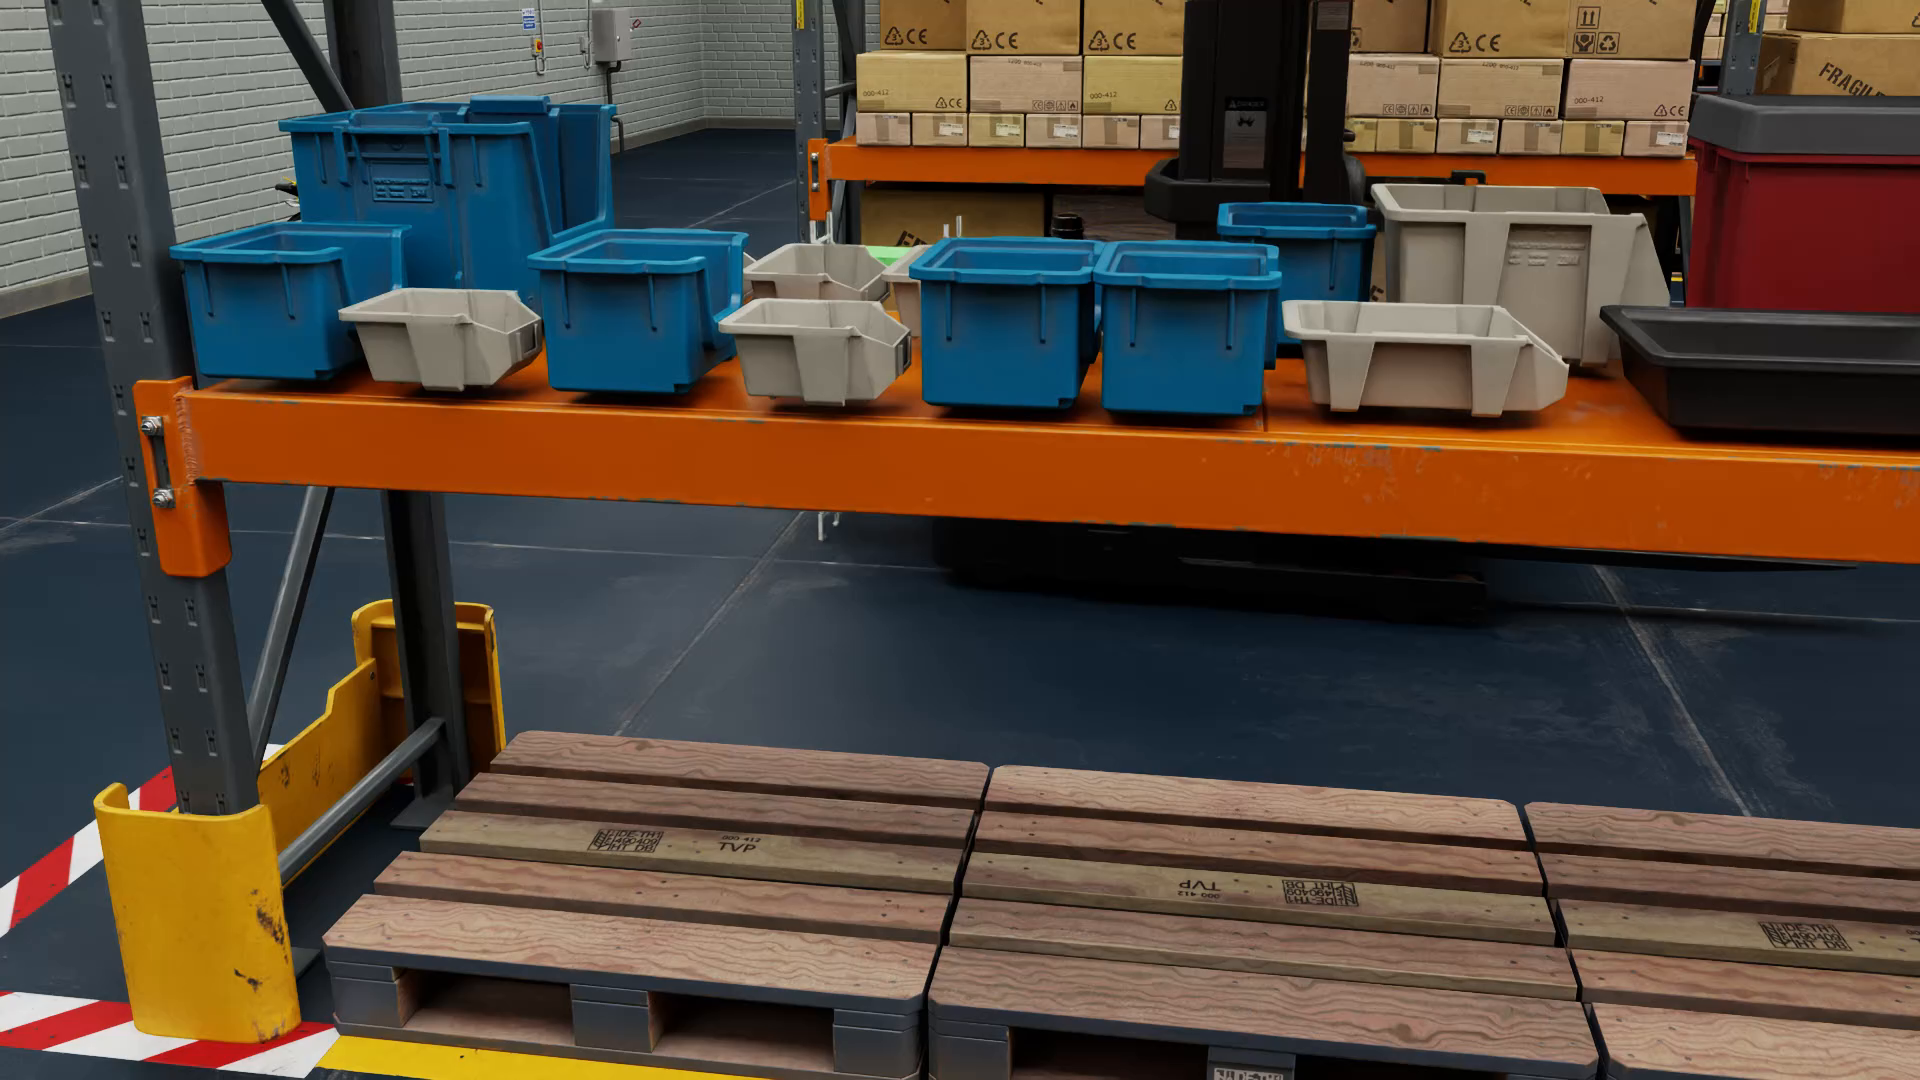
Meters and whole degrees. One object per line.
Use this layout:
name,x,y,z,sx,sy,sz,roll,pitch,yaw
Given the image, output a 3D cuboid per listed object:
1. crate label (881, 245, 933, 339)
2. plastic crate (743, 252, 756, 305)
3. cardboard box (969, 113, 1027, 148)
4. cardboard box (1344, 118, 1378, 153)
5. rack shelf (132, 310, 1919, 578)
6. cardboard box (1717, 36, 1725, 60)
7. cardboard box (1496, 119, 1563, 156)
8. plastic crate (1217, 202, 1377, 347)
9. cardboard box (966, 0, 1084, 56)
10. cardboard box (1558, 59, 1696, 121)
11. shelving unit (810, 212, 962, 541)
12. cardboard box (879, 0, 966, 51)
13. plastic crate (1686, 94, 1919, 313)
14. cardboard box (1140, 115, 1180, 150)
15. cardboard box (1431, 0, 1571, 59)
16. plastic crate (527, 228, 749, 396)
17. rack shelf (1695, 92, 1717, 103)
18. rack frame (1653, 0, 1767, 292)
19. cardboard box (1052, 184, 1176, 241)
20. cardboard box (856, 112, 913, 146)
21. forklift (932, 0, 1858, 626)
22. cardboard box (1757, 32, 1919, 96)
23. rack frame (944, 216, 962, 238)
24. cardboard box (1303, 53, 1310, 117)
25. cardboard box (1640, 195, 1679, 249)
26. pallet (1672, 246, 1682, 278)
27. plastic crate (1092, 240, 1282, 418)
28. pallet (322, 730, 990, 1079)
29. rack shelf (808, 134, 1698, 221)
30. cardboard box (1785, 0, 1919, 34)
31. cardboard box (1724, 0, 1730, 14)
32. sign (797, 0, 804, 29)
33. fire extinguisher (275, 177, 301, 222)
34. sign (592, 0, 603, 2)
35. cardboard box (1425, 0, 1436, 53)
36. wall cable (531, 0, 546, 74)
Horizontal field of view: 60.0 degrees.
crate label,-0.006,-0.504,3.404,0.243,0.136,0.396,3,19,9
plastic crate,-0.569,-0.530,3.480,0.243,0.136,0.396,3,19,9
cardboard box,0.188,-1.897,7.641,0.250,0.149,0.380,2,19,7
cardboard box,1.711,-1.819,7.409,0.250,0.149,0.380,3,19,8
rack shelf,0.572,-0.169,3.215,4.000,0.370,1.077,3,19,9
cardboard box,5.304,-3.387,11.433,0.250,0.149,0.380,3,19,9
cardboard box,2.472,-1.781,7.293,0.250,0.149,0.380,3,19,8
plastic crate,0.666,-0.537,3.349,0.300,0.233,0.416,3,19,9
cardboard box,0.308,-2.454,7.496,0.500,0.500,0.500,2,19,7
cardboard box,2.855,-1.971,7.234,0.500,0.250,0.500,3,19,8
shelving unit,-0.264,-0.587,6.168,0.503,1.200,0.258,4,19,11
cardboard box,-0.094,-2.646,8.069,0.500,0.500,0.500,3,19,9
plastic crate,1.705,-0.592,3.149,0.583,0.464,0.402,3,19,9
cardboard box,0.951,-1.858,7.525,0.250,0.149,0.380,3,19,8
cardboard box,2.342,-2.353,7.193,0.500,0.500,0.500,3,19,9
plastic crate,-0.561,-0.411,2.974,0.300,0.233,0.416,3,19,9
rack shelf,6.194,-3.068,11.879,4.000,0.370,1.077,3,19,9
rack frame,3.332,-1.961,7.437,0.127,3.000,1.000,3,19,9
cardboard box,0.926,-1.301,8.151,0.875,0.875,0.875,3,19,9
cardboard box,-0.319,-1.922,7.716,0.250,0.149,0.380,3,19,9
forklift,1.472,-1.293,5.549,3.031,2.935,1.130,4,19,11
cardboard box,3.747,-1.907,7.118,0.500,0.500,0.500,3,19,9
rack frame,-0.026,-0.572,6.121,0.015,1.200,0.240,4,19,11
cardboard box,1.340,-2.049,7.466,0.500,0.250,0.500,3,19,8
cardboard box,4.906,-2.403,12.037,0.500,0.500,0.500,4,19,11
pallet,4.988,-2.149,12.393,1.213,0.211,1.003,3,19,9
plastic crate,0.385,-0.363,2.830,0.300,0.233,0.416,3,19,9
pallet,-0.594,0.765,3.683,1.213,0.211,1.003,3,19,9
rack shelf,1.358,-1.721,7.852,4.000,0.370,1.077,3,19,9
cardboard box,3.964,-2.455,7.174,0.637,0.503,0.797,2,19,7
cardboard box,5.310,-3.669,11.338,0.250,0.149,0.380,3,19,8
sign,-0.711,-2.437,7.370,0.005,0.325,0.100,3,19,9
fire extinguisher,-1.479,-0.547,3.921,0.183,0.674,0.296,3,19,9
sign,-4.352,-6.579,19.937,0.001,0.242,0.339,3,19,9
cardboard box,2.415,-2.518,7.687,0.500,0.500,0.500,3,19,9
wall cable,-4.616,-6.040,17.978,0.123,1.953,0.585,3,19,9
